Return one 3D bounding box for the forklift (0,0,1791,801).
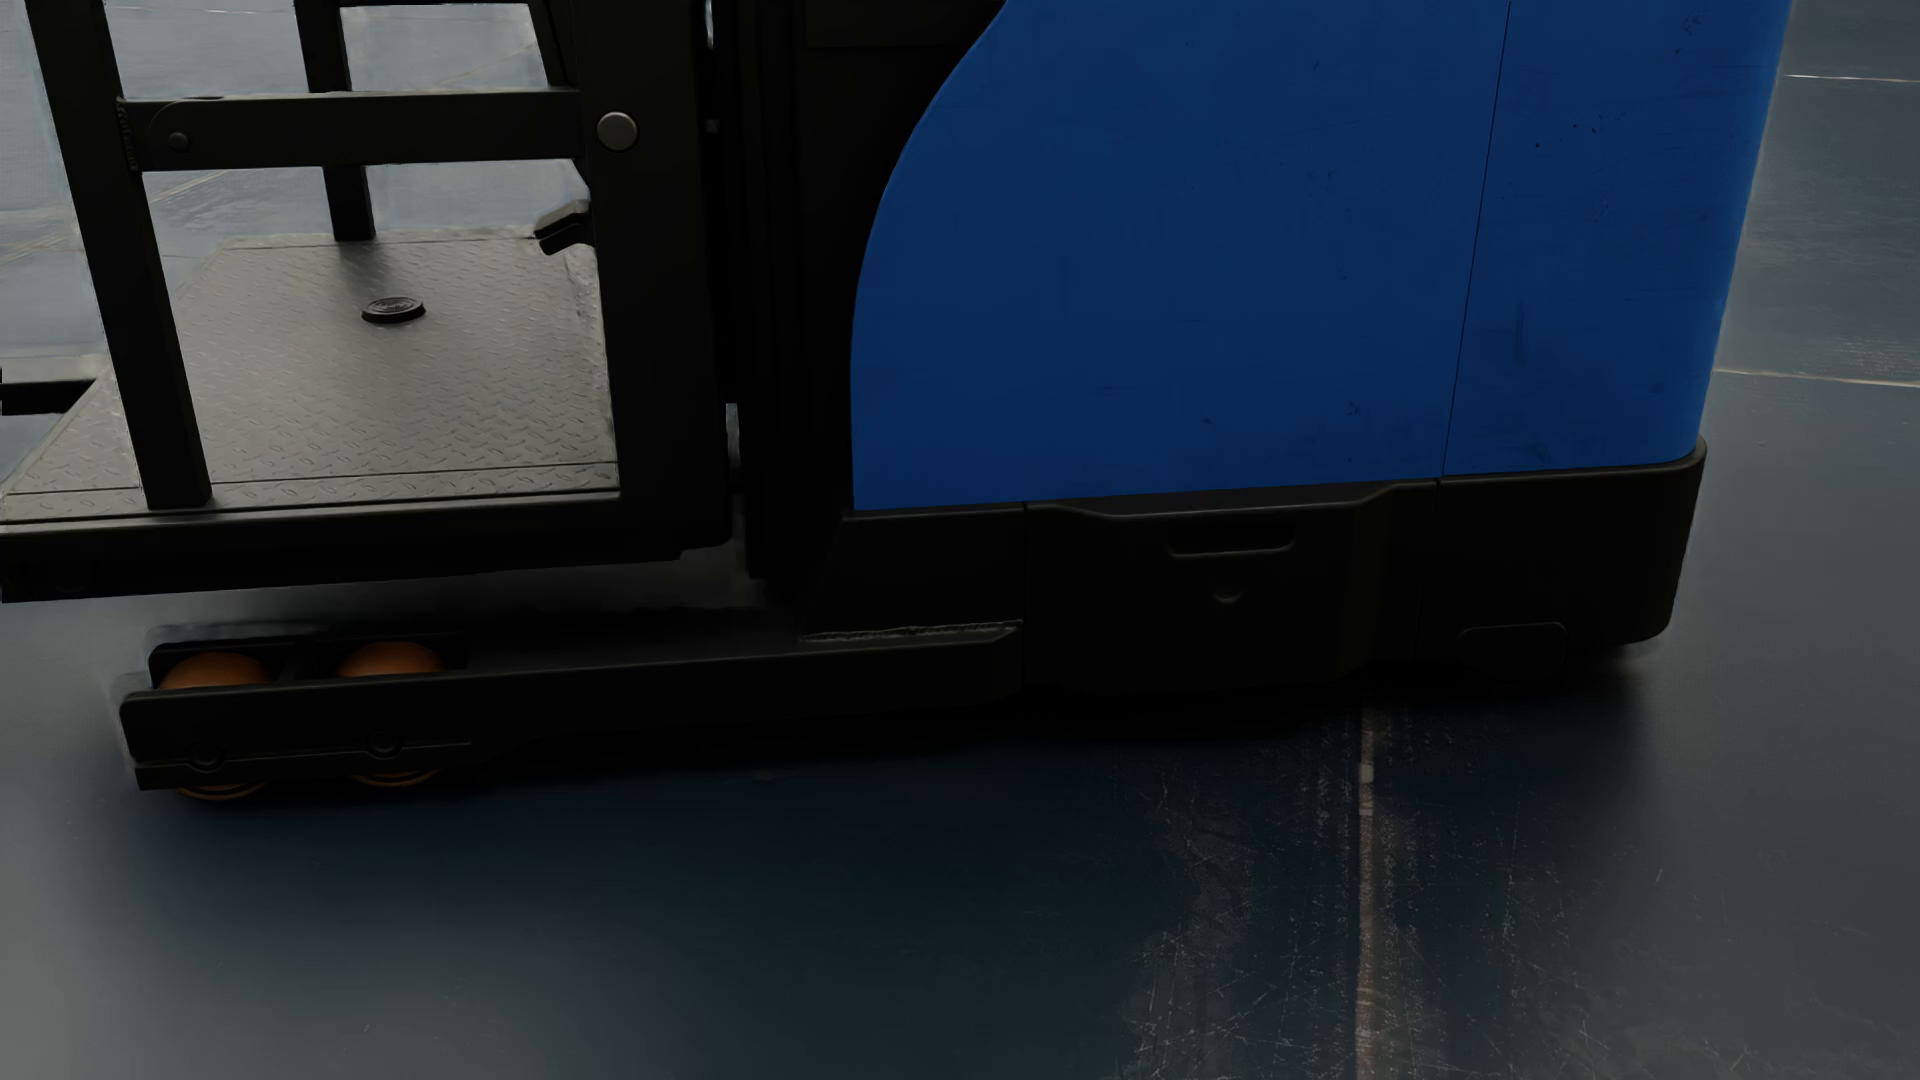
[{"bbox_3d":[-0.637,-1.264,1.751,3.031,2.935,1.130,-3,27,-7],"label":"forklift"}]
